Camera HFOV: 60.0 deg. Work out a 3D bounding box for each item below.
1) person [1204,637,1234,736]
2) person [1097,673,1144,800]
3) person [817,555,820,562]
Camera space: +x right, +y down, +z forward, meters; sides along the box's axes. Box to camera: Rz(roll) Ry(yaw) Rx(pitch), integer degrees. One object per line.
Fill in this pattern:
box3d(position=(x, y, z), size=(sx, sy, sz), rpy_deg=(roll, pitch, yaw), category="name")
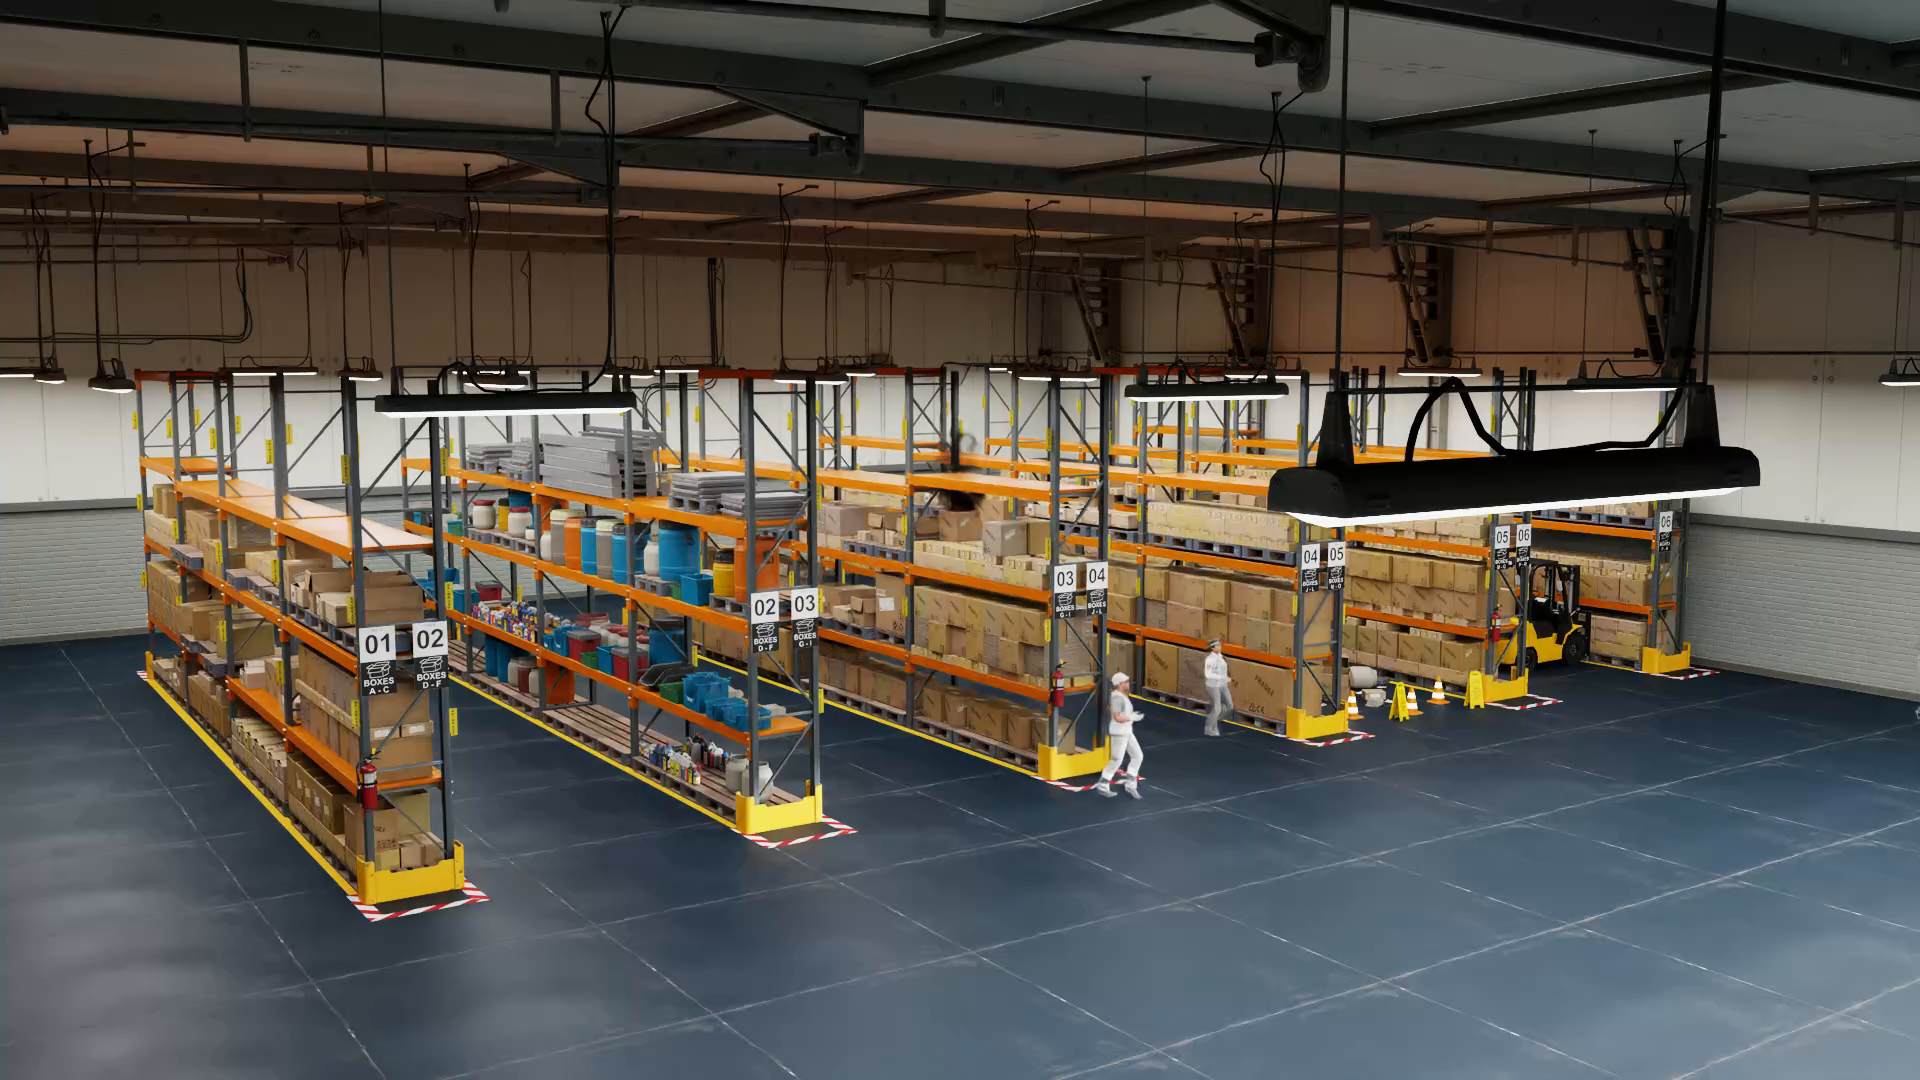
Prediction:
box3d(position=(4.278, 2.416, 27.360), size=(0.554, 1.650, 0.602), rpy_deg=(5, 8, 40), category="person")
box3d(position=(2.287, 2.789, 23.538), size=(0.671, 1.835, 0.654), rpy_deg=(2, 7, 17), category="person")
box3d(position=(-3.527, 0.821, 41.891), size=(0.582, 1.693, 0.589), rpy_deg=(-5, 8, -35), category="person")
